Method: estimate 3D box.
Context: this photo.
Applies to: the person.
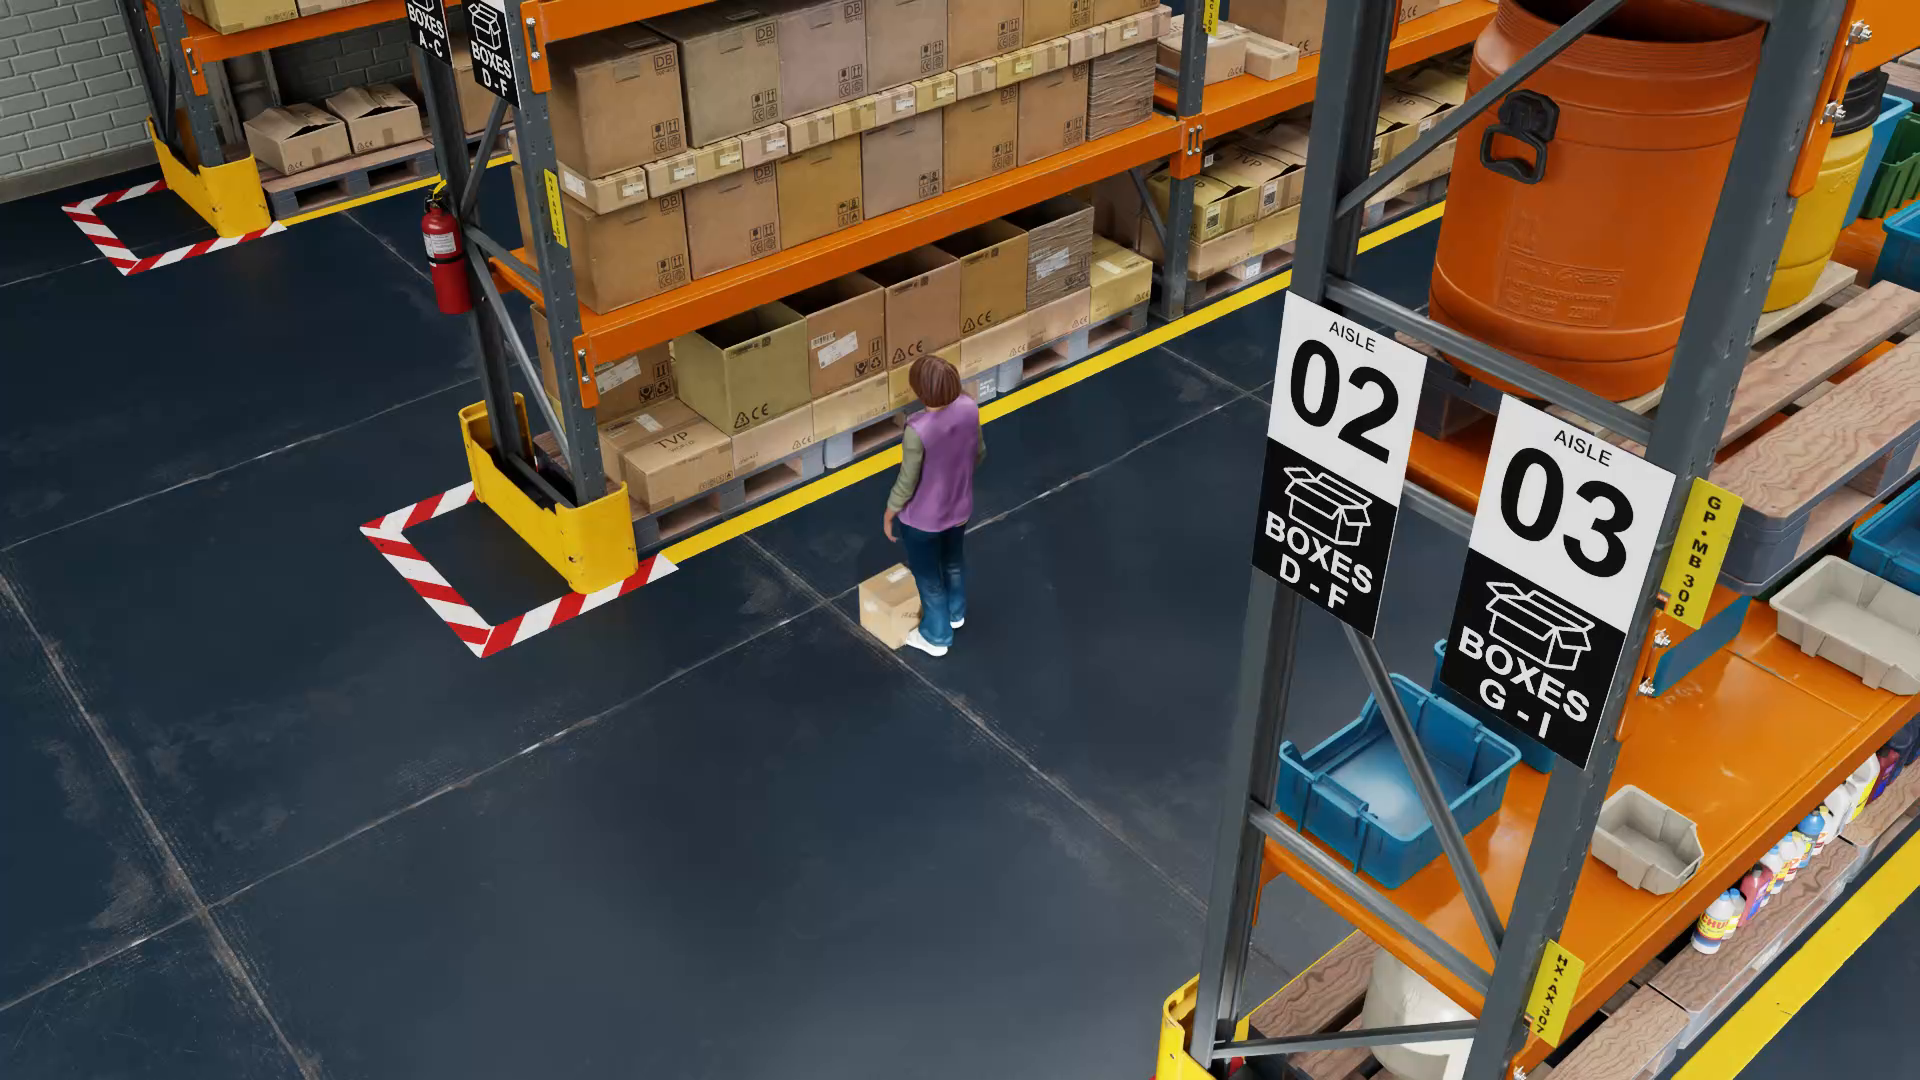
[{"bbox_3d":[-0.149,-0.167,7.294,0.518,1.597,0.474,-27,44,-31],"label":"person"}]
